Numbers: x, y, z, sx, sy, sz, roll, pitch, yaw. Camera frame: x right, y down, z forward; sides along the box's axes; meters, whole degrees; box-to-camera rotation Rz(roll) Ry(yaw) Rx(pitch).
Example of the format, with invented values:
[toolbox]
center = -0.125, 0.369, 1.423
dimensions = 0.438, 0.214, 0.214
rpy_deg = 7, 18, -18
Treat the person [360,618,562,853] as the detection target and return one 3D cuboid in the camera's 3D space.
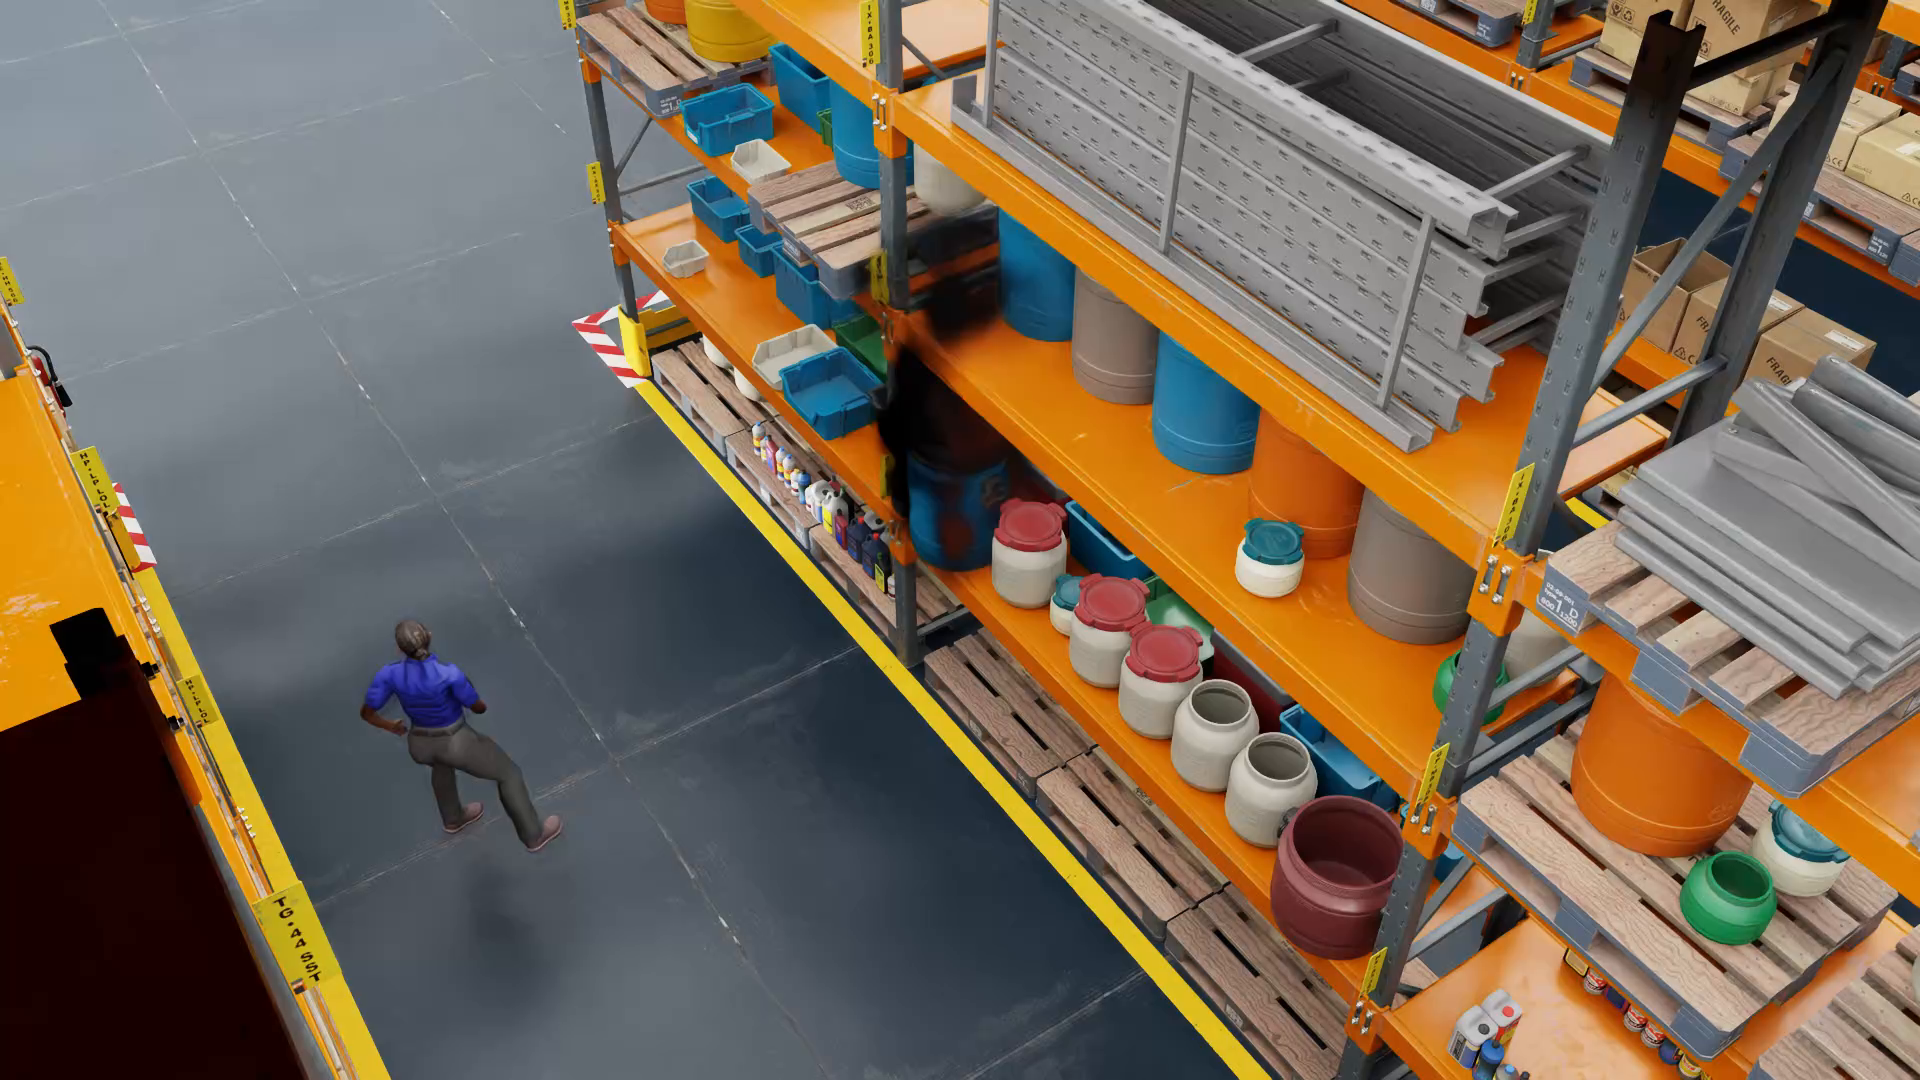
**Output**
[person]
center = -2.707, 1.062, 9.051
dimensions = 0.870, 1.626, 0.452
rpy_deg = 5, 43, 5
